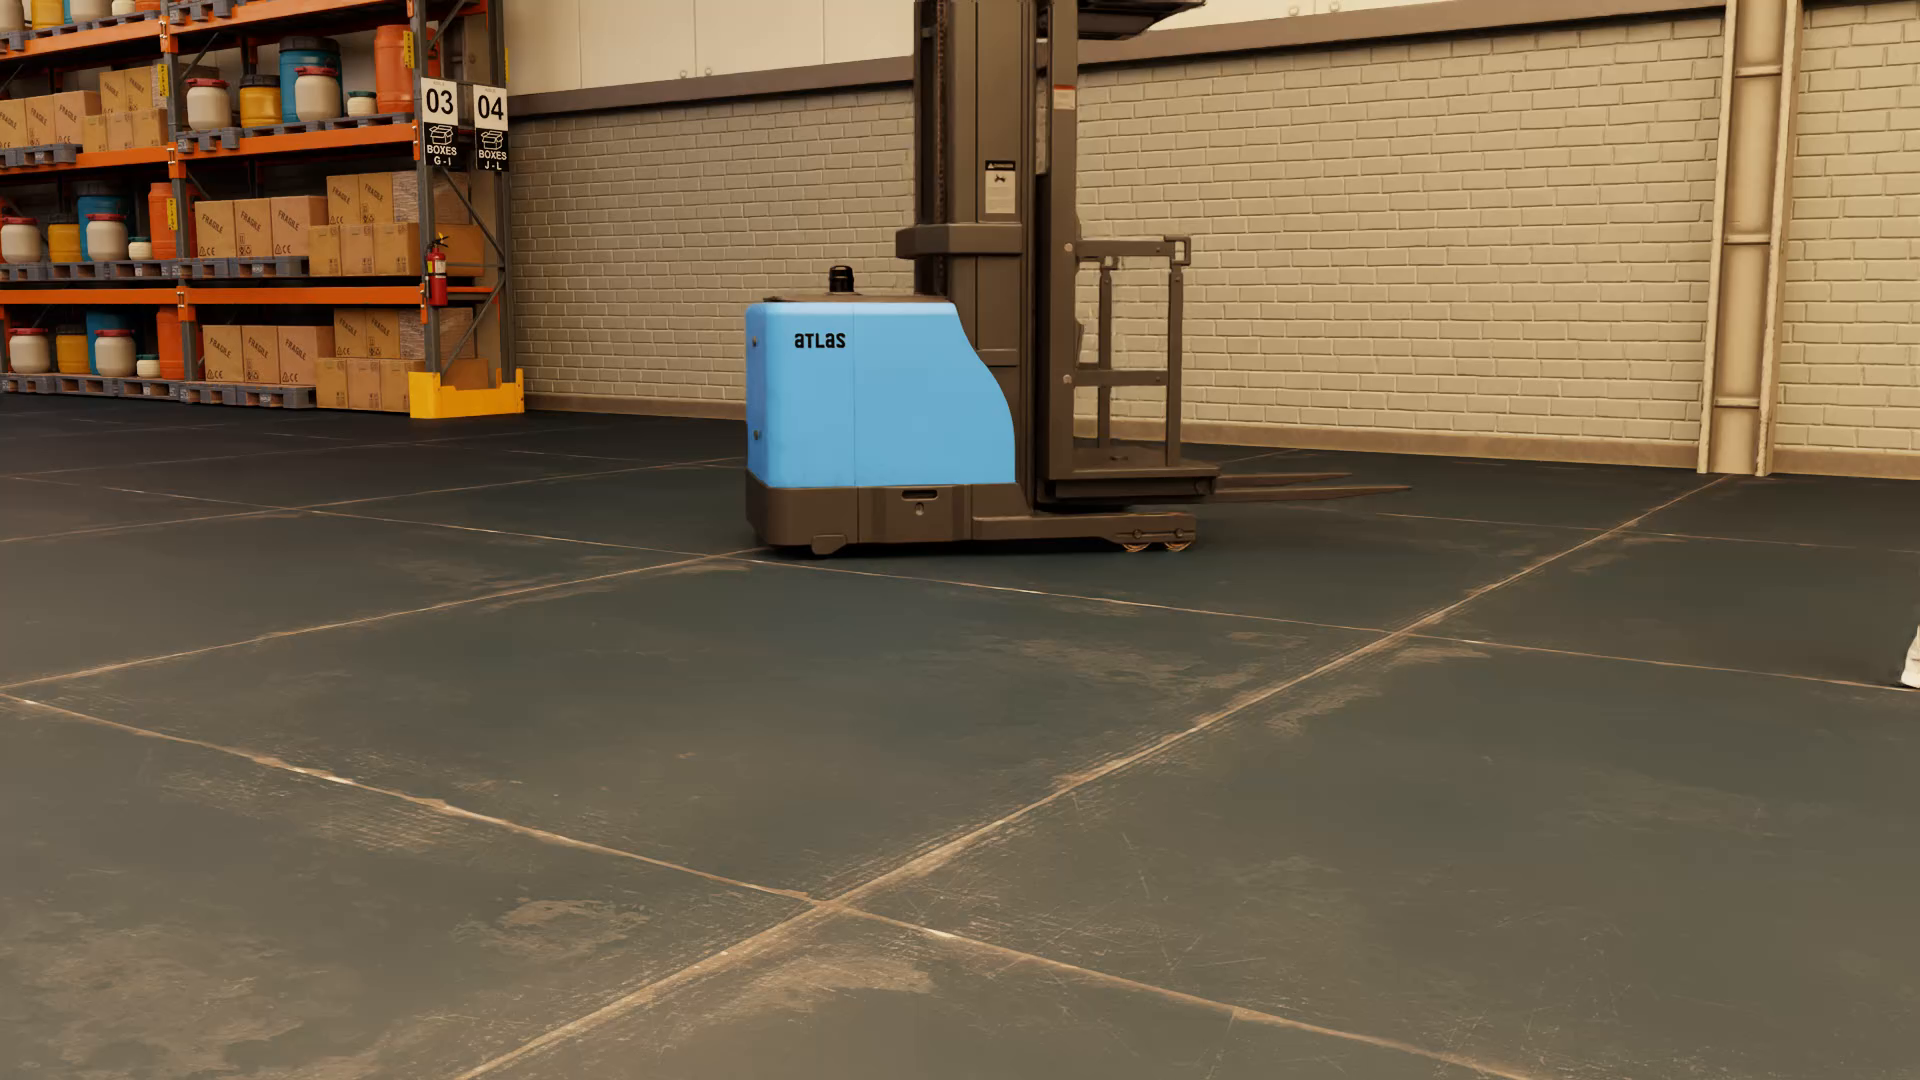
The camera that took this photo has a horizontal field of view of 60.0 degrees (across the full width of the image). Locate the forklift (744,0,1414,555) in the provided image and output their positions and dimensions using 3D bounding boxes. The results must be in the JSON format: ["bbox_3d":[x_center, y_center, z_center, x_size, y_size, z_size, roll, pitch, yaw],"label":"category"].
[{"bbox_3d":[0.563,-1.472,7.547,3.031,2.935,1.130,-2,8,-13],"label":"forklift"}]

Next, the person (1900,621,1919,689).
[{"bbox_3d":[2.947,-0.440,4.564,0.540,1.812,0.680,4,9,24],"label":"person"}]
